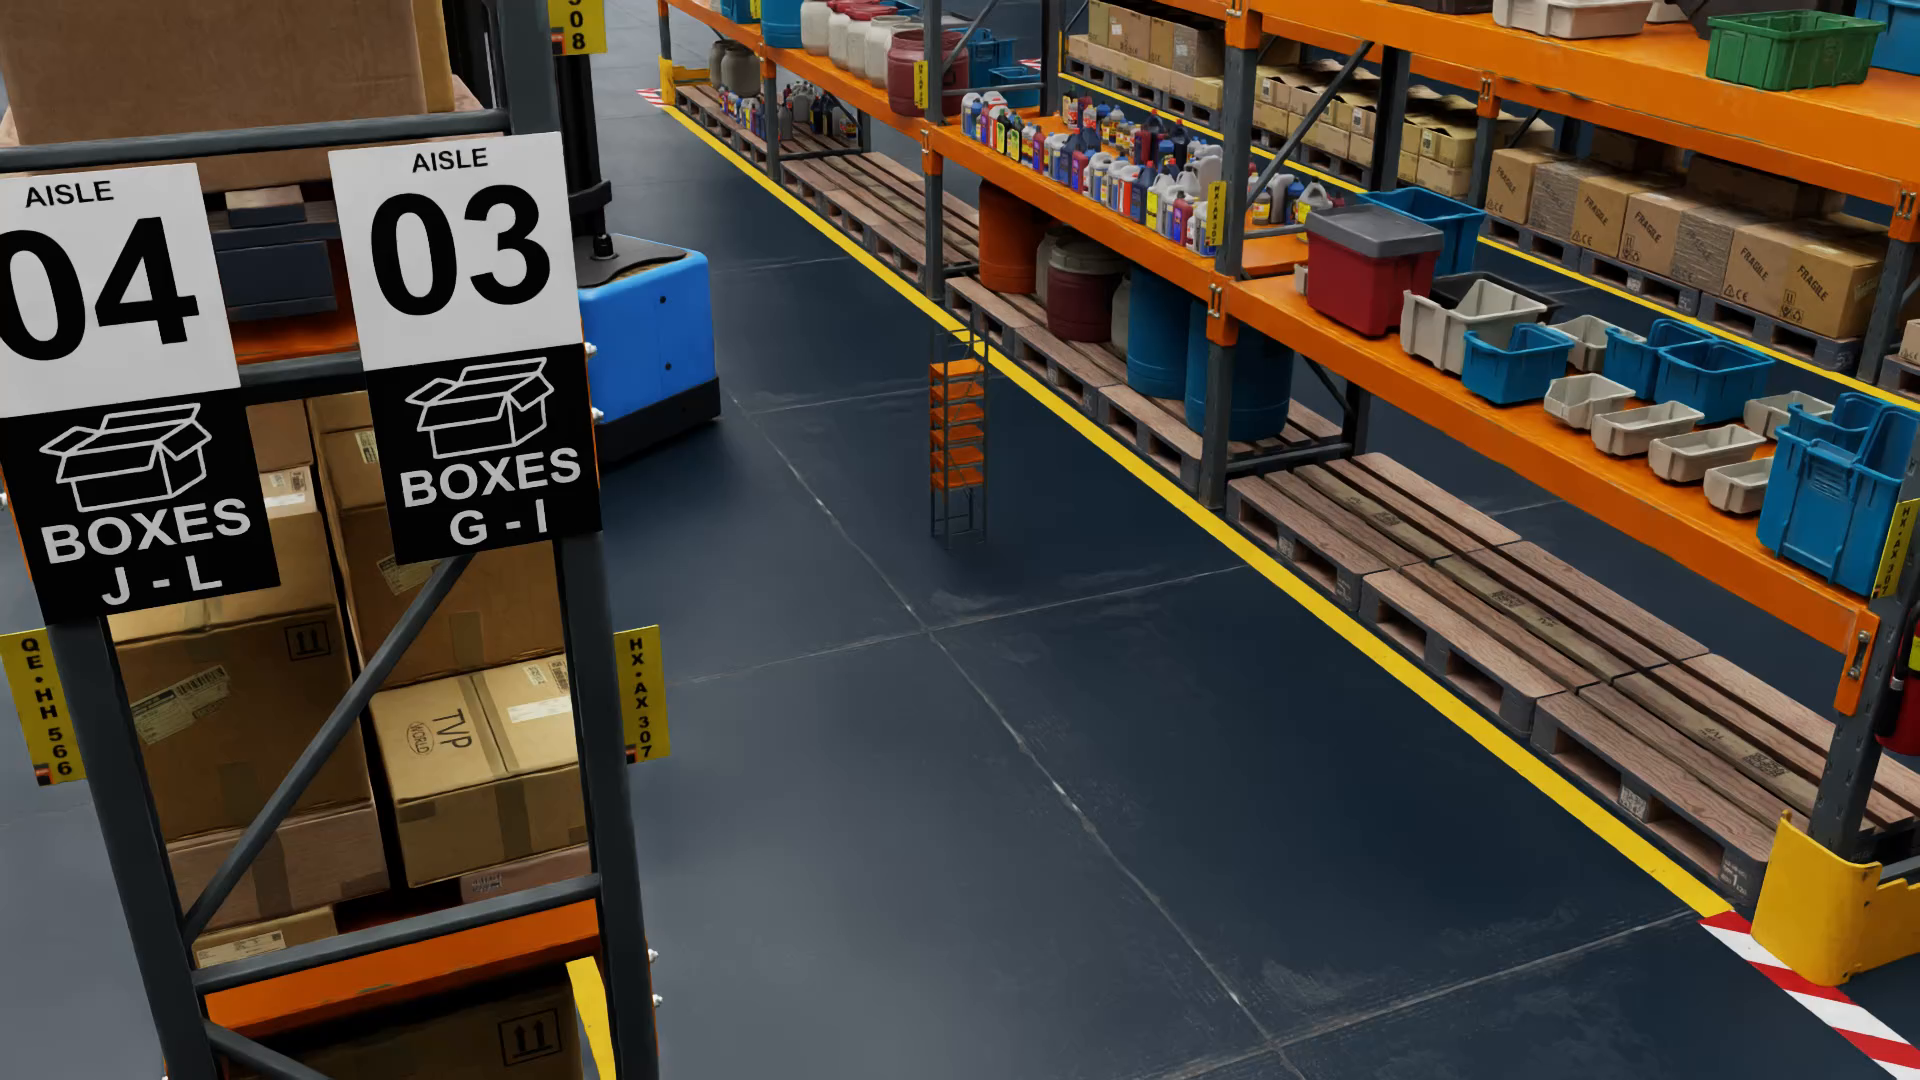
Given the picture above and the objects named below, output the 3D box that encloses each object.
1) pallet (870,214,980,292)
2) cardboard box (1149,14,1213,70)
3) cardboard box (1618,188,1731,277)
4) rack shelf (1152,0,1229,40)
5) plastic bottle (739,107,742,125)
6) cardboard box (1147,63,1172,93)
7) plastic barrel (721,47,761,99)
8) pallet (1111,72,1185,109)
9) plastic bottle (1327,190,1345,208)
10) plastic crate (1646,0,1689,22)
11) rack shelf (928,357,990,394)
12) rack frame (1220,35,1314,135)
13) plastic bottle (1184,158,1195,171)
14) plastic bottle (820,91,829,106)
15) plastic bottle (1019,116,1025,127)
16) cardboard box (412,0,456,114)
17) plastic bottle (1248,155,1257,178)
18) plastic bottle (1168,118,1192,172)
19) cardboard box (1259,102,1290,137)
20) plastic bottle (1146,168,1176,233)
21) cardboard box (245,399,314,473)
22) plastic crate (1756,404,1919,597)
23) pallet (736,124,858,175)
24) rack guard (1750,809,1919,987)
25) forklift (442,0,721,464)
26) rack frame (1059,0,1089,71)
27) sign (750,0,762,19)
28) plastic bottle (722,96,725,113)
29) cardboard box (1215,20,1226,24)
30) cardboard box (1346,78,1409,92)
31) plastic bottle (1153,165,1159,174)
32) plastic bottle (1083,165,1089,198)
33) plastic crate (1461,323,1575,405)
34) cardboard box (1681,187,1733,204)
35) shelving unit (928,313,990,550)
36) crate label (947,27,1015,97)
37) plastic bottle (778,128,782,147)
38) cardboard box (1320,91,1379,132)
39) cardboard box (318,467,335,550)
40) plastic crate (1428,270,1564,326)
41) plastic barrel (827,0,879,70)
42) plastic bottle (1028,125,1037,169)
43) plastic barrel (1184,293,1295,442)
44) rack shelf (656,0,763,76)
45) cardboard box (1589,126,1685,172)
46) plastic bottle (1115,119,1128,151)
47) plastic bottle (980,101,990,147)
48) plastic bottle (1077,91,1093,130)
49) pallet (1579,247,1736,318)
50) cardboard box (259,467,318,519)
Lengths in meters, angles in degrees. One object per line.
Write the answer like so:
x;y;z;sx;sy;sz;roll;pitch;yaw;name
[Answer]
-0.039;-2.295;13.210;1.003;0.211;1.213;-11;28;-21;pallet
2.454;-5.538;18.474;0.500;0.500;0.500;-11;28;-21;cardboard box
5.314;-2.296;12.382;0.500;0.500;0.500;-12;28;-22;cardboard box
2.438;-6.177;18.803;1.077;0.370;4.000;-11;28;-21;rack shelf
-2.188;-4.311;16.849;0.097;0.201;0.097;0;26;0;plastic bottle
2.443;-5.199;18.634;0.500;0.250;0.500;-11;28;-21;cardboard box
-2.380;-5.074;18.080;0.421;0.512;0.421;0;26;0;plastic barrel
2.467;-5.261;19.285;1.003;0.211;1.213;-11;28;-21;pallet
2.044;-1.783;9.115;0.061;0.283;0.133;-11;28;-21;plastic bottle
2.778;-2.241;6.638;0.437;0.282;0.530;-11;28;-21;plastic crate
-0.006;-0.829;8.360;0.258;0.103;0.180;-11;28;-21;rack shelf
3.221;-5.693;16.991;1.000;3.000;0.127;-11;28;-21;rack frame
1.404;-2.215;10.095;0.097;0.201;0.097;0;26;0;plastic bottle
-1.346;-4.324;16.705;0.144;0.351;0.185;-12;28;-23;plastic bottle
0.389;-2.751;11.193;0.097;0.201;0.097;0;26;0;plastic bottle
-1.558;-1.223;3.711;0.700;0.500;0.500;-12;28;-22;cardboard box
1.696;-2.141;9.850;0.061;0.283;0.133;-11;28;-21;plastic bottle
1.376;-2.455;10.416;0.144;0.351;0.185;-11;28;-21;plastic bottle
3.350;-4.234;16.658;0.500;0.250;0.500;-10;28;-19;cardboard box
1.134;-1.906;9.292;0.144;0.351;0.185;-11;28;-21;plastic bottle
-2.416;-0.519;5.372;0.500;0.500;0.500;-11;28;-22;cardboard box
3.059;-0.145;5.519;0.616;0.435;0.499;-11;28;-21;plastic crate
-1.562;-3.869;16.433;1.003;0.211;1.213;-11;28;-21;pallet
3.383;1.132;5.862;1.175;0.500;0.348;-11;28;-21;rack guard
-2.960;-2.240;9.996;3.031;2.935;1.130;17;31;31;forklift
1.655;-7.308;20.299;1.000;3.000;0.127;-11;28;-21;rack frame
-1.848;-4.878;15.006;0.100;0.325;0.005;-11;28;-21;sign
-2.440;-4.571;17.382;0.097;0.201;0.097;0;26;0;plastic bottle
3.125;-5.425;18.242;0.500;0.500;0.500;-11;28;-21;cardboard box
4.047;-4.373;16.304;0.500;0.311;0.500;-11;28;-21;cardboard box
1.110;-2.040;9.655;0.097;0.271;0.097;0;26;0;plastic bottle
0.789;-2.169;10.000;0.097;0.201;0.097;0;26;0;plastic bottle
2.322;-0.736;6.960;0.416;0.233;0.300;-11;28;-21;plastic crate
5.784;-2.396;12.585;0.500;0.500;0.500;-12;28;-23;cardboard box
-0.006;-0.545;8.499;0.258;1.200;0.189;-11;28;-21;shelving unit
0.089;-3.692;12.853;0.502;0.435;0.616;-11;28;-21;crate label
-1.767;-3.877;15.959;0.097;0.201;0.097;0;26;0;plastic bottle
3.757;-4.068;15.679;0.500;0.311;0.500;-10;28;-19;cardboard box
-1.747;-0.076;5.319;0.500;0.250;0.500;-11;28;-22;cardboard box
2.481;-1.111;7.853;0.437;0.125;0.590;-11;28;-21;plastic crate
-0.878;-4.184;13.746;0.433;0.535;0.433;0;26;0;plastic barrel
0.483;-2.516;10.631;0.097;0.271;0.097;0;26;0;plastic bottle
1.598;-1.082;9.460;0.600;0.901;0.708;-11;28;-21;plastic barrel
-2.121;-5.328;17.063;1.077;0.370;4.000;-11;28;-21;rack shelf
5.396;-3.130;13.235;0.500;0.250;0.500;-9;28;-19;cardboard box
1.089;-2.710;11.108;0.097;0.201;0.097;0;26;0;plastic bottle
0.188;-2.805;11.210;0.061;0.283;0.133;-11;28;-21;plastic bottle
0.870;-2.993;11.594;0.061;0.283;0.133;-11;28;-21;plastic bottle
5.519;-2.025;12.658;1.003;0.211;1.213;-11;28;-21;pallet
-2.235;0.016;5.131;0.500;0.250;0.500;-11;28;-21;cardboard box
